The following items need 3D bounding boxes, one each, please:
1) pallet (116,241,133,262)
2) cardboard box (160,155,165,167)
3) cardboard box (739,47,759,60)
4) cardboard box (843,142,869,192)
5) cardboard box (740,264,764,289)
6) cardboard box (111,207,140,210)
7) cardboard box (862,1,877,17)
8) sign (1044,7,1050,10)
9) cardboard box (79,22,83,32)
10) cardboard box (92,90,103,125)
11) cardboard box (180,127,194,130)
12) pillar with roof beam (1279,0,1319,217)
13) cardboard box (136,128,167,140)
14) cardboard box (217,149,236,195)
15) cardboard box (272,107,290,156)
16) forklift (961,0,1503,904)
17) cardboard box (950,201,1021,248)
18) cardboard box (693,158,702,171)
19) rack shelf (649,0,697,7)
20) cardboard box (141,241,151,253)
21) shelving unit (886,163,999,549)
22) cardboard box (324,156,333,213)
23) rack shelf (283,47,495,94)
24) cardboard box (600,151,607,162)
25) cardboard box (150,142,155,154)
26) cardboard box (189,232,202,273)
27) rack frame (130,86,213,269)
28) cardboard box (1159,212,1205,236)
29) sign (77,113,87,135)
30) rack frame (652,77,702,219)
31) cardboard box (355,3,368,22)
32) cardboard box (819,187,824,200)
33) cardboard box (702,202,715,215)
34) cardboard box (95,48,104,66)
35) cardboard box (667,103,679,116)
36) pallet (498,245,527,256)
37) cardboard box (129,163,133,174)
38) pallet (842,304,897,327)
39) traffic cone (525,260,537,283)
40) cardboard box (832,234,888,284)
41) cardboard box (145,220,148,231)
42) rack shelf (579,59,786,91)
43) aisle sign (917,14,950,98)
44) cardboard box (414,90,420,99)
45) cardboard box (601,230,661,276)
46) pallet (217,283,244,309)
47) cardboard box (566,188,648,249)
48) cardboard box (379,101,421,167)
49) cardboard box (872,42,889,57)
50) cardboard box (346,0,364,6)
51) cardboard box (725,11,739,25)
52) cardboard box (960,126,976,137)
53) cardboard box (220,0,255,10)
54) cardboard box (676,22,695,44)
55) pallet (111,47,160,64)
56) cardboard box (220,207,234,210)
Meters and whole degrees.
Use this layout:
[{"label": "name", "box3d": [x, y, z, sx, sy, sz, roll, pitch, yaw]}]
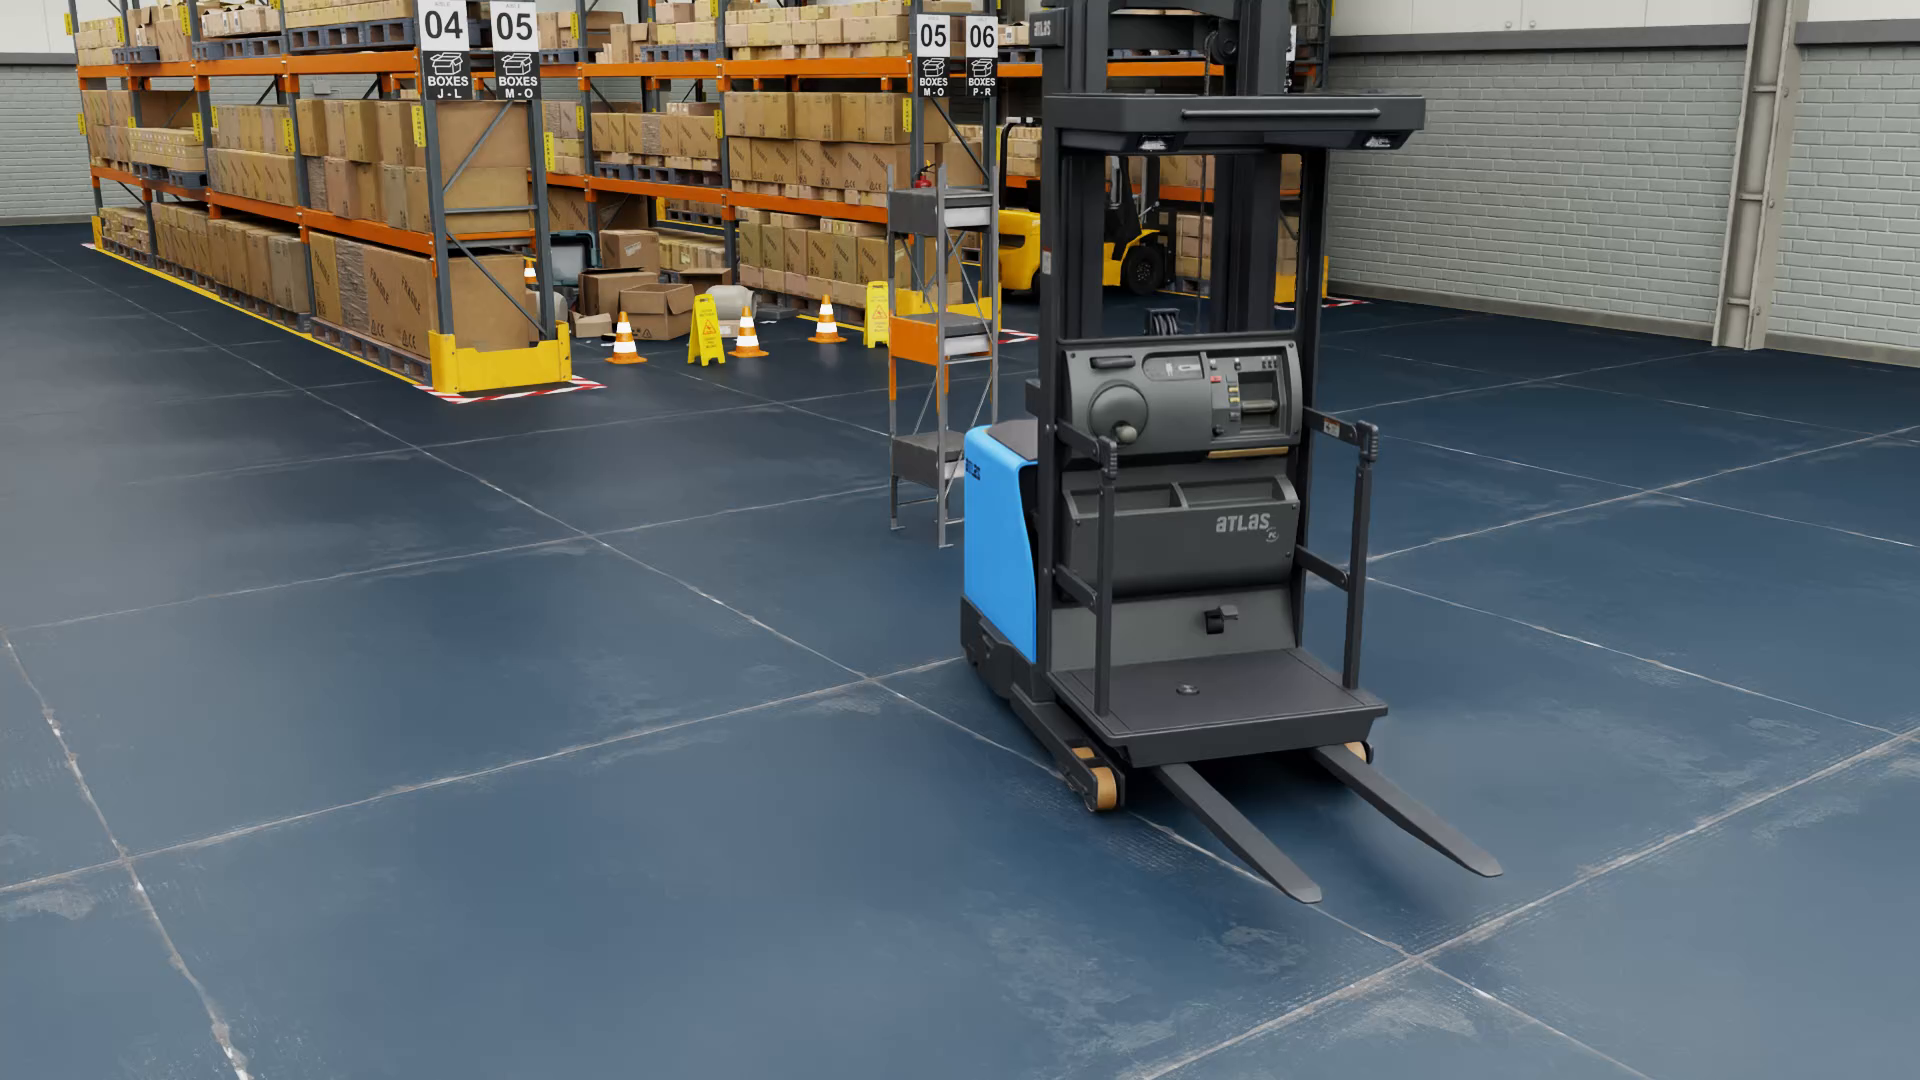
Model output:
[{"label": "pallet", "box3d": [-12.210, -4.432, 25.370, 1.003, 0.211, 1.213, -11, 19, -35]}, {"label": "cardboard box", "box3d": [-10.125, -4.914, 21.530, 0.380, 0.149, 0.250, -10, 18, -33]}, {"label": "cardboard box", "box3d": [-2.325, -5.616, 19.207, 0.380, 0.149, 0.250, -11, 19, -34]}, {"label": "cardboard box", "box3d": [-0.898, -3.978, 17.677, 0.500, 0.500, 0.500, -11, 19, -34]}, {"label": "cardboard box", "box3d": [-2.288, -3.169, 19.884, 0.500, 0.250, 0.500, -12, 19, -37]}, {"label": "cardboard box", "box3d": [-13.124, -5.142, 26.160, 0.380, 0.149, 0.250, -10, 18, -34]}, {"label": "cardboard box", "box3d": [-0.788, -5.455, 17.109, 0.380, 0.149, 0.250, -11, 19, -35]}, {"label": "sign", "box3d": [1.163, -6.993, 22.187, 0.100, 0.325, 0.005, -11, 19, -35]}, {"label": "cardboard box", "box3d": [-13.175, -7.809, 25.327, 0.380, 0.149, 0.250, -11, 19, -35]}, {"label": "cardboard box", "box3d": [-12.778, -6.548, 25.172, 0.500, 0.500, 0.500, -11, 19, -36]}, {"label": "cardboard box", "box3d": [-10.671, -5.691, 23.242, 0.380, 0.149, 0.250, -10, 18, -32]}, {"label": "pillar with roof beam", "box3d": [0.785, -6.891, 17.708, 9.100, 9.000, 0.400, -11, 19, -35]}, {"label": "cardboard box", "box3d": [-10.888, -5.478, 22.461, 0.380, 0.149, 0.250, -11, 19, -34]}, {"label": "cardboard box", "box3d": [-8.366, -4.327, 19.513, 0.500, 0.500, 0.500, -11, 19, -35]}, {"label": "cardboard box", "box3d": [-6.962, -4.415, 17.943, 0.700, 0.500, 0.500, -11, 19, -35]}, {"label": "forklift", "box3d": [0.905, -0.547, 6.023, 1.130, 2.935, 3.031, -4, 16, -16]}, {"label": "cardboard box", "box3d": [0.386, -4.725, 24.862, 0.875, 0.625, 0.625, -12, 19, -37]}, {"label": "cardboard box", "box3d": [-3.083, -4.668, 20.628, 0.380, 0.149, 0.250, -12, 19, -36]}, {"label": "rack shelf", "box3d": [-4.284, -9.912, 30.113, 1.077, 0.370, 4.000, -11, 19, -35]}, {"label": "cardboard box", "box3d": [-11.571, -4.237, 23.979, 0.380, 0.149, 0.250, -11, 19, -34]}, {"label": "shelving unit", "box3d": [-0.097, -1.048, 9.428, 0.431, 2.100, 0.503, -11, 19, -35]}, {"label": "cardboard box", "box3d": [-5.793, -3.552, 16.587, 0.875, 0.550, 0.550, -11, 19, -35]}, {"label": "rack shelf", "box3d": [-5.185, -4.343, 15.442, 1.077, 0.370, 4.000, -11, 19, -35]}, {"label": "cardboard box", "box3d": [-4.728, -5.297, 22.929, 0.380, 0.149, 0.250, -12, 19, -38]}, {"label": "cardboard box", "box3d": [-10.430, -5.168, 21.895, 0.380, 0.149, 0.250, -11, 19, -35]}, {"label": "cardboard box", "box3d": [-9.614, -3.733, 21.471, 0.500, 0.500, 0.500, -10, 18, -32]}, {"label": "rack frame", "box3d": [-11.065, -5.378, 23.545, 1.000, 3.000, 0.127, -11, 19, -35]}, {"label": "cardboard box", "box3d": [2.815, -4.000, 21.028, 0.500, 0.250, 0.500, -11, 19, -34]}, {"label": "sign", "box3d": [-13.856, -6.566, 26.244, 0.100, 0.325, 0.005, -11, 19, -35]}, {"label": "rack frame", "box3d": [-5.460, -7.794, 32.370, 1.000, 3.000, 0.127, -11, 19, -35]}, {"label": "cardboard box", "box3d": [-5.078, -4.628, 14.613, 0.380, 0.149, 0.250, -11, 19, -35]}, {"label": "cardboard box", "box3d": [-1.341, -3.861, 18.476, 0.380, 0.149, 0.250, -11, 19, -35]}, {"label": "cardboard box", "box3d": [-4.476, -6.328, 30.955, 0.500, 0.500, 0.500, -10, 18, -34]}, {"label": "cardboard box", "box3d": [-12.446, -7.139, 24.578, 0.500, 0.250, 0.500, -11, 19, -35]}, {"label": "cardboard box", "box3d": [-3.467, -5.431, 20.959, 0.380, 0.149, 0.250, -12, 19, -37]}, {"label": "pallet", "box3d": [-6.606, -4.670, 26.240, 1.003, 0.211, 1.213, -11, 19, -35]}, {"label": "cardboard box", "box3d": [-11.662, -5.320, 23.808, 0.380, 0.149, 0.250, -11, 19, -36]}, {"label": "pallet", "box3d": [-0.559, -2.456, 18.150, 1.003, 0.211, 1.213, -11, 19, -35]}, {"label": "traffic cone", "box3d": [-5.258, -3.191, 20.357, 0.336, 0.463, 0.334, -11, 19, -35]}, {"label": "cardboard box", "box3d": [-1.056, -3.086, 18.160, 0.500, 0.500, 0.500, -10, 18, -33]}, {"label": "cardboard box", "box3d": [-11.485, -4.528, 23.918, 0.380, 0.149, 0.250, -10, 18, -33]}, {"label": "rack shelf", "box3d": [-3.593, -5.987, 21.449, 1.077, 0.370, 4.000, -11, 19, -35]}, {"label": "aisle sign", "box3d": [-0.263, -4.802, 16.513, 0.394, 0.787, 0.004, -11, 19, -35]}, {"label": "cardboard box", "box3d": [-9.047, -7.576, 28.260, 0.380, 0.149, 0.250, -12, 19, -36]}, {"label": "cardboard box", "box3d": [-3.839, -3.337, 19.387, 0.500, 0.500, 0.500, -11, 19, -35]}, {"label": "pallet", "box3d": [-8.311, -2.999, 20.135, 1.003, 0.211, 1.213, -11, 19, -35]}, {"label": "cardboard box", "box3d": [-5.108, -4.652, 24.122, 0.875, 0.875, 0.875, -11, 19, -35]}, {"label": "cardboard box", "box3d": [-4.594, -3.598, 14.709, 0.875, 0.550, 0.550, -11, 19, -35]}, {"label": "cardboard box", "box3d": [-0.674, -5.012, 17.001, 0.380, 0.149, 0.250, -11, 19, -34]}, {"label": "cardboard box", "box3d": [-5.111, -4.860, 14.705, 0.500, 0.250, 0.500, -11, 19, -35]}, {"label": "cardboard box", "box3d": [-2.496, -6.052, 19.291, 0.380, 0.149, 0.250, -11, 19, -36]}, {"label": "cardboard box", "box3d": [0.222, -5.944, 24.192, 0.380, 0.149, 0.250, -11, 19, -36]}, {"label": "cardboard box", "box3d": [-9.031, -6.628, 20.788, 0.396, 0.266, 0.258, -11, 19, -35]}, {"label": "cardboard box", "box3d": [-3.171, -6.248, 20.529, 0.500, 0.250, 0.500, -11, 19, -34]}, {"label": "pallet", "box3d": [-10.788, -6.586, 22.632, 1.213, 0.211, 1.003, -11, 19, -35]}, {"label": "cardboard box", "box3d": [-9.502, -4.284, 22.064, 0.500, 0.250, 0.500, -11, 19, -34]}]
